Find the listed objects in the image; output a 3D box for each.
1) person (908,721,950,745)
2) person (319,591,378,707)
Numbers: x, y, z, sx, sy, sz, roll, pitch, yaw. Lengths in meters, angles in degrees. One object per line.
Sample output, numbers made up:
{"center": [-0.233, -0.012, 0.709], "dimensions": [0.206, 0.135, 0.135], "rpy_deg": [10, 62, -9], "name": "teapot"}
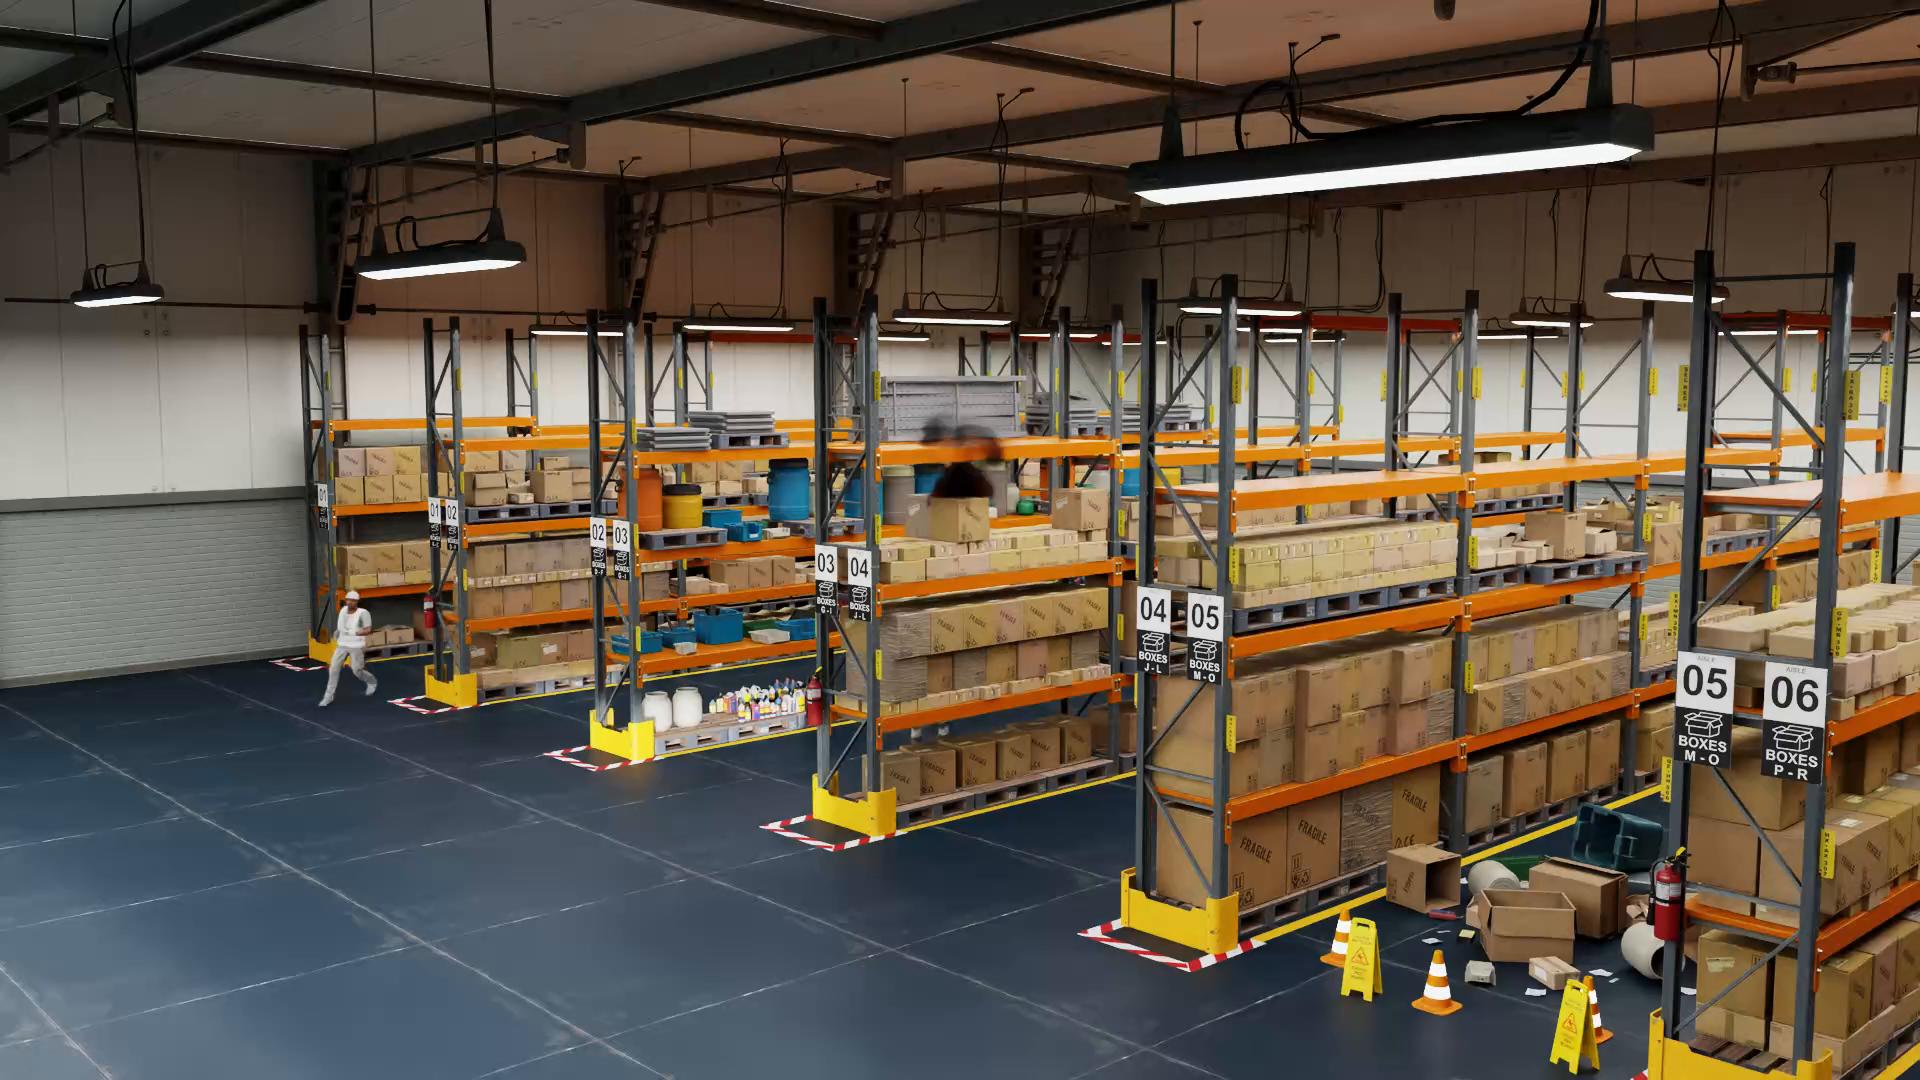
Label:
{"center": [-0.440, 1.834, 21.752], "dimensions": [0.631, 1.842, 0.734], "rpy_deg": [6, 8, 44], "name": "person"}
{"center": [-9.494, 1.672, 25.981], "dimensions": [0.693, 1.761, 0.984], "rpy_deg": [2, 6, 17], "name": "person"}
